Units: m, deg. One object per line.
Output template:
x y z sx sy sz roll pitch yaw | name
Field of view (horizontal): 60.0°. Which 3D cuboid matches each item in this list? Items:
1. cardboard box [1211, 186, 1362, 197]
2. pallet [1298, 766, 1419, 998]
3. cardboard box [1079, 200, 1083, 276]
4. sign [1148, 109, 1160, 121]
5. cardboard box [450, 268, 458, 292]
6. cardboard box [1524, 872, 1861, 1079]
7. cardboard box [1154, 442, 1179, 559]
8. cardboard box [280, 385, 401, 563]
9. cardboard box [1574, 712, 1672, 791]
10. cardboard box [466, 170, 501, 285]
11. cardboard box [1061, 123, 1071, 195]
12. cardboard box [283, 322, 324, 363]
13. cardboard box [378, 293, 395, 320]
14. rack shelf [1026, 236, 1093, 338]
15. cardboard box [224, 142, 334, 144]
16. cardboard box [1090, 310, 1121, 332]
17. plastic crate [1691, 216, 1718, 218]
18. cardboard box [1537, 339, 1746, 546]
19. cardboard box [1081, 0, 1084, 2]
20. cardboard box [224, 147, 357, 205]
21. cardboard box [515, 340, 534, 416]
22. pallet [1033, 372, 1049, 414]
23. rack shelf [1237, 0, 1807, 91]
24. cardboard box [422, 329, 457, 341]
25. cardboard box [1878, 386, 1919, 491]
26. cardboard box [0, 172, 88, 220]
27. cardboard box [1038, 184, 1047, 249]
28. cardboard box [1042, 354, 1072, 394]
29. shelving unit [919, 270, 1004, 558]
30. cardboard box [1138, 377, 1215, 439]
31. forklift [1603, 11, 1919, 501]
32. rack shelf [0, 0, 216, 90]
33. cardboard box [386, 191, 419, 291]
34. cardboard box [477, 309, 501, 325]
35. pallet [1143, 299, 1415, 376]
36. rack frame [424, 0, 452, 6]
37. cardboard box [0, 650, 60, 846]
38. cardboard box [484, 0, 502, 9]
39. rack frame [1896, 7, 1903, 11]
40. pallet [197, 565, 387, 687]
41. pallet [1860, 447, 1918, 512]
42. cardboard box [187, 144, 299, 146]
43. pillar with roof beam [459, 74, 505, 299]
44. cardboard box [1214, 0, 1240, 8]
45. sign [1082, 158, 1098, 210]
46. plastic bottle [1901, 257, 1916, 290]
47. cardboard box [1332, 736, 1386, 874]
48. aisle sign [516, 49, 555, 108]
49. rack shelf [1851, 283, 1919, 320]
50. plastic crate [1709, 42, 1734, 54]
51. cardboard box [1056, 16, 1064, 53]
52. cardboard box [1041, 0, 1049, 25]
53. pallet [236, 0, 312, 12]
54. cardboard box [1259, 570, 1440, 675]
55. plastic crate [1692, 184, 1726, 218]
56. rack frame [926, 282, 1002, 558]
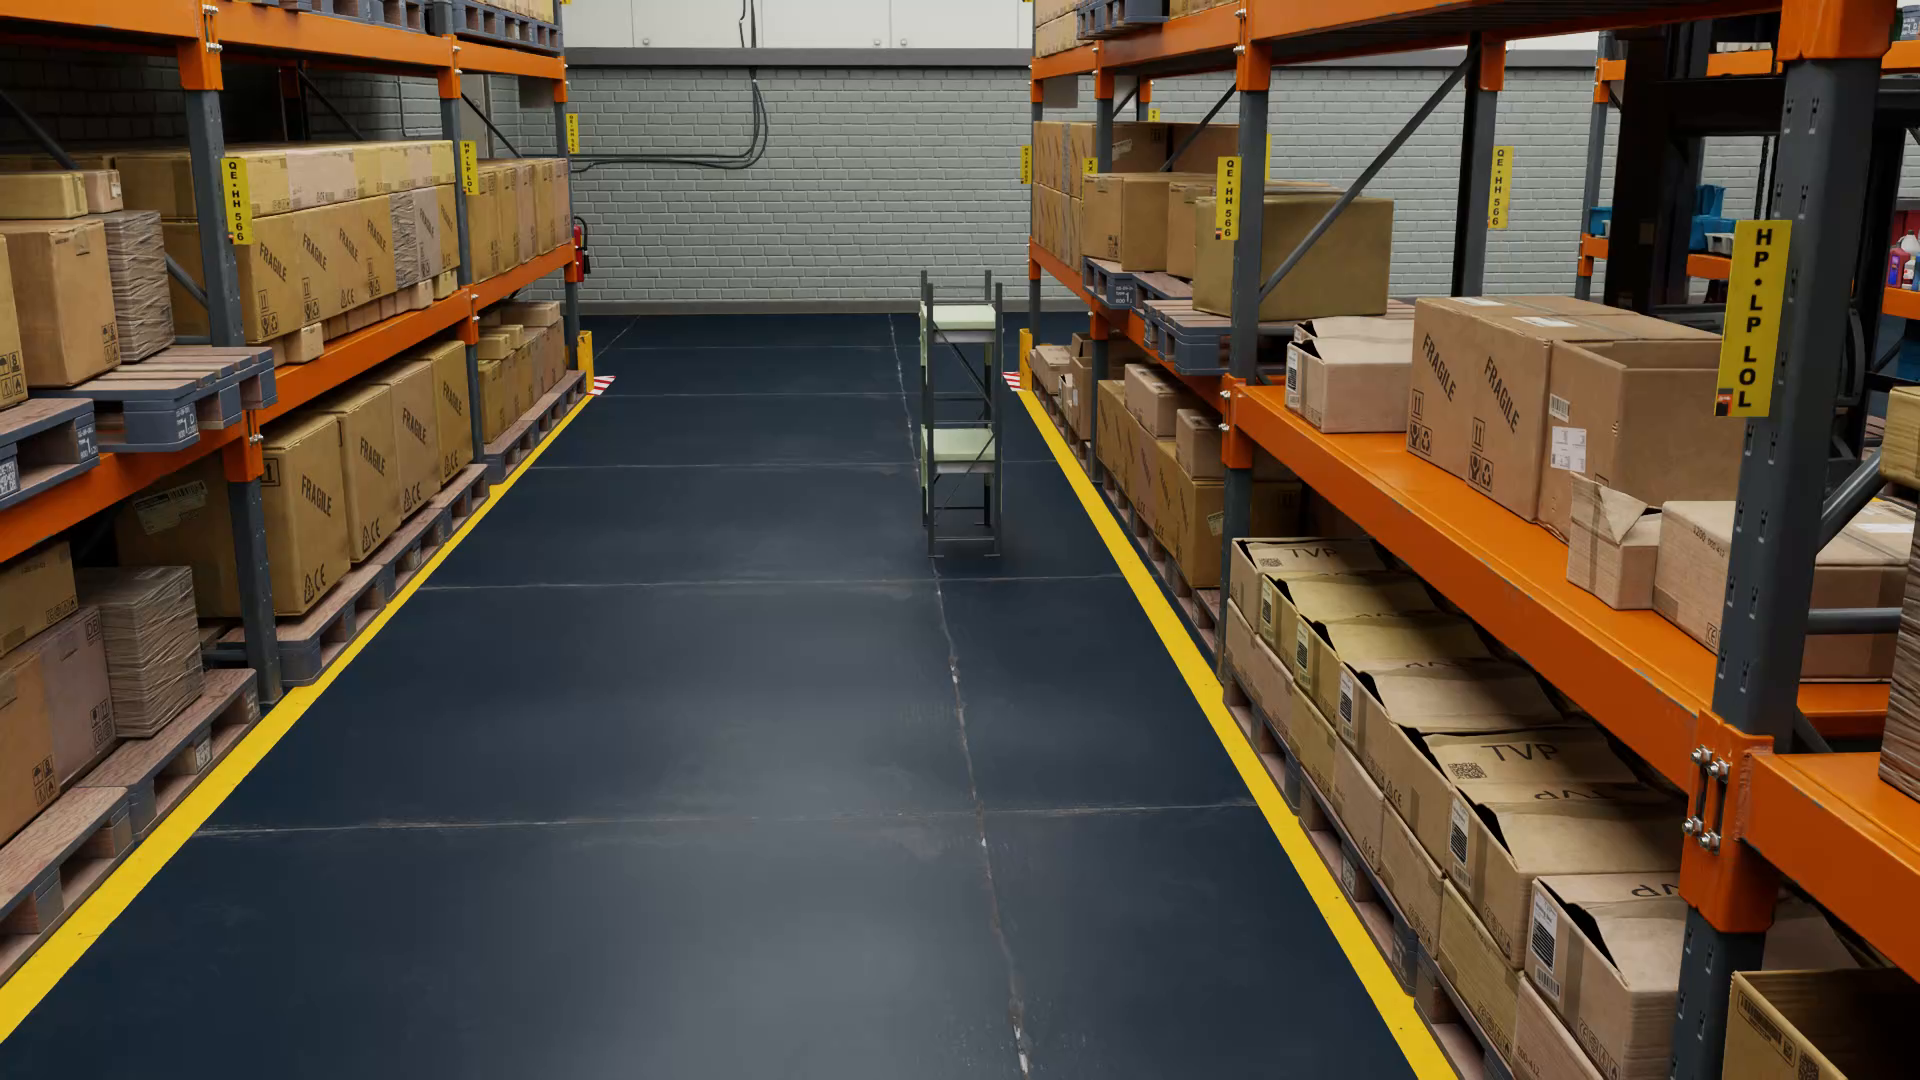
1.596 -1.486 8.240 0.700 0.500 0.500 2 15 7 | cardboard box
1.698 1.009 5.180 1.003 0.211 1.213 -1 14 -3 | pallet
1.079 -2.013 11.129 0.500 0.500 0.500 -1 14 -3 | cardboard box
1.673 -3.556 14.370 0.100 0.325 0.005 -1 14 -3 | sign
-3.274 -1.575 10.092 0.380 0.149 0.250 -1 14 -3 | cardboard box
1.551 0.906 3.535 0.500 0.311 0.500 -1 14 -3 | cardboard box
1.290 -0.209 8.454 0.500 0.500 0.500 -1 14 -5 | cardboard box
-3.293 -0.337 8.288 0.750 0.750 0.750 -1 14 -4 | cardboard box
2.026 0.642 4.560 0.500 0.311 0.500 -1 14 -5 | cardboard box
-3.595 -2.047 10.860 0.980 0.700 0.700 -1 14 -3 | cardboard box
1.011 -2.751 11.992 0.500 0.500 0.500 -1 14 -3 | cardboard box
-3.058 -0.875 7.373 0.380 0.149 0.250 0 14 -2 | cardboard box
-3.239 -1.258 8.861 0.380 0.149 0.250 -1 14 -5 | cardboard box
1.242 -1.993 12.696 1.077 0.370 4.000 -1 14 -3 | rack shelf
-3.770 -2.083 9.262 0.500 0.250 0.500 -1 14 -3 | cardboard box
1.398 -1.710 14.286 0.500 0.500 0.500 -1 14 -3 | cardboard box
5.831 -2.468 13.316 0.416 0.233 0.300 -1 14 -3 | plastic crate
1.798 -0.225 4.181 0.500 0.500 0.500 0 14 1 | cardboard box
1.065 -3.583 10.710 0.500 0.250 0.500 -1 14 -3 | cardboard box
-3.170 -1.712 7.818 0.500 0.250 0.500 -1 14 -3 | cardboard box
-3.579 -1.200 12.343 0.700 0.500 0.500 -1 14 -2 | cardboard box
1.173 -1.271 14.043 1.003 0.211 1.213 -1 14 -3 | pallet
1.738 -1.456 4.590 1.077 0.370 4.000 -1 14 -3 | rack shelf
-3.763 -1.419 11.892 0.380 0.149 0.250 -1 14 -5 | cardboard box
1.685 -0.147 2.576 0.380 0.149 0.250 -1 14 -4 | cardboard box
-3.244 -1.182 5.716 0.380 0.149 0.250 -3 15 -13 | cardboard box
0.920 -2.645 13.584 0.500 0.500 0.500 -1 14 -4 | cardboard box
0.931 -1.332 13.318 0.500 0.250 0.500 -1 14 -3 | cardboard box
0.000 -0.725 9.333 0.431 1.500 0.755 -1 14 -3 | shelving unit
1.246 -0.712 8.903 0.500 0.250 0.500 -1 14 -4 | cardboard box
3.299 -0.749 6.554 1.130 2.935 3.031 -3 15 -12 | forklift
-3.206 -1.379 4.289 1.077 0.370 4.000 -1 14 -3 | rack shelf
-3.234 -1.606 8.911 0.500 0.500 0.500 -1 14 -3 | cardboard box
-3.843 -1.736 13.124 0.380 0.149 0.250 -1 14 -3 | cardboard box
1.502 -0.924 7.482 1.213 0.211 1.003 -1 14 -3 | pallet
-3.578 -4.672 9.625 1.000 3.000 0.127 -1 14 -3 | rack frame
-3.258 0.657 5.087 0.700 0.500 0.500 -1 14 -4 | cardboard box
-3.375 -3.701 11.130 0.500 0.250 0.500 -1 14 -5 | cardboard box
6.310 -4.825 10.219 1.000 3.000 0.127 -1 14 -3 | rack frame
-3.304 0.381 7.620 1.003 0.211 1.213 -1 14 -3 | pallet
6.316 -0.377 10.566 1.003 0.211 1.213 -1 14 -3 | pallet
-3.734 -1.959 8.777 0.500 0.250 0.500 -1 14 -5 | cardboard box
-0.560 -6.391 16.308 9.100 9.000 0.400 -1 14 -3 | pillar with roof beam
1.553 -2.458 6.840 0.910 0.500 0.500 -1 14 -3 | cardboard box
0.825 -2.253 10.526 0.100 0.325 0.005 -1 14 -3 | sign
5.941 -1.664 10.372 0.097 0.201 0.097 0 14 0 | plastic bottle
1.455 0.796 5.090 0.500 0.250 0.500 -1 14 -2 | cardboard box
-3.531 -4.043 14.003 0.394 0.787 0.004 -1 14 -3 | aisle sign
6.434 -1.074 9.123 1.077 0.370 4.000 -1 14 -3 | rack shelf
5.883 -3.953 12.974 0.504 0.338 0.767 -1 14 -3 | plastic crate
0.984 -3.714 12.223 0.500 0.250 0.500 -1 14 -3 | cardboard box
0.914 -4.205 13.126 0.500 0.250 0.500 -1 14 -3 | cardboard box
-3.423 -2.292 6.775 1.213 0.211 1.003 0 14 -1 | pallet
1.394 0.273 5.996 0.500 0.311 0.500 -1 14 -5 | cardboard box
6.269 -2.880 14.509 0.616 0.435 0.499 -1 14 -3 | plastic crate
0.023 -0.634 8.979 0.400 1.500 0.023 -1 14 -3 | rack frame
